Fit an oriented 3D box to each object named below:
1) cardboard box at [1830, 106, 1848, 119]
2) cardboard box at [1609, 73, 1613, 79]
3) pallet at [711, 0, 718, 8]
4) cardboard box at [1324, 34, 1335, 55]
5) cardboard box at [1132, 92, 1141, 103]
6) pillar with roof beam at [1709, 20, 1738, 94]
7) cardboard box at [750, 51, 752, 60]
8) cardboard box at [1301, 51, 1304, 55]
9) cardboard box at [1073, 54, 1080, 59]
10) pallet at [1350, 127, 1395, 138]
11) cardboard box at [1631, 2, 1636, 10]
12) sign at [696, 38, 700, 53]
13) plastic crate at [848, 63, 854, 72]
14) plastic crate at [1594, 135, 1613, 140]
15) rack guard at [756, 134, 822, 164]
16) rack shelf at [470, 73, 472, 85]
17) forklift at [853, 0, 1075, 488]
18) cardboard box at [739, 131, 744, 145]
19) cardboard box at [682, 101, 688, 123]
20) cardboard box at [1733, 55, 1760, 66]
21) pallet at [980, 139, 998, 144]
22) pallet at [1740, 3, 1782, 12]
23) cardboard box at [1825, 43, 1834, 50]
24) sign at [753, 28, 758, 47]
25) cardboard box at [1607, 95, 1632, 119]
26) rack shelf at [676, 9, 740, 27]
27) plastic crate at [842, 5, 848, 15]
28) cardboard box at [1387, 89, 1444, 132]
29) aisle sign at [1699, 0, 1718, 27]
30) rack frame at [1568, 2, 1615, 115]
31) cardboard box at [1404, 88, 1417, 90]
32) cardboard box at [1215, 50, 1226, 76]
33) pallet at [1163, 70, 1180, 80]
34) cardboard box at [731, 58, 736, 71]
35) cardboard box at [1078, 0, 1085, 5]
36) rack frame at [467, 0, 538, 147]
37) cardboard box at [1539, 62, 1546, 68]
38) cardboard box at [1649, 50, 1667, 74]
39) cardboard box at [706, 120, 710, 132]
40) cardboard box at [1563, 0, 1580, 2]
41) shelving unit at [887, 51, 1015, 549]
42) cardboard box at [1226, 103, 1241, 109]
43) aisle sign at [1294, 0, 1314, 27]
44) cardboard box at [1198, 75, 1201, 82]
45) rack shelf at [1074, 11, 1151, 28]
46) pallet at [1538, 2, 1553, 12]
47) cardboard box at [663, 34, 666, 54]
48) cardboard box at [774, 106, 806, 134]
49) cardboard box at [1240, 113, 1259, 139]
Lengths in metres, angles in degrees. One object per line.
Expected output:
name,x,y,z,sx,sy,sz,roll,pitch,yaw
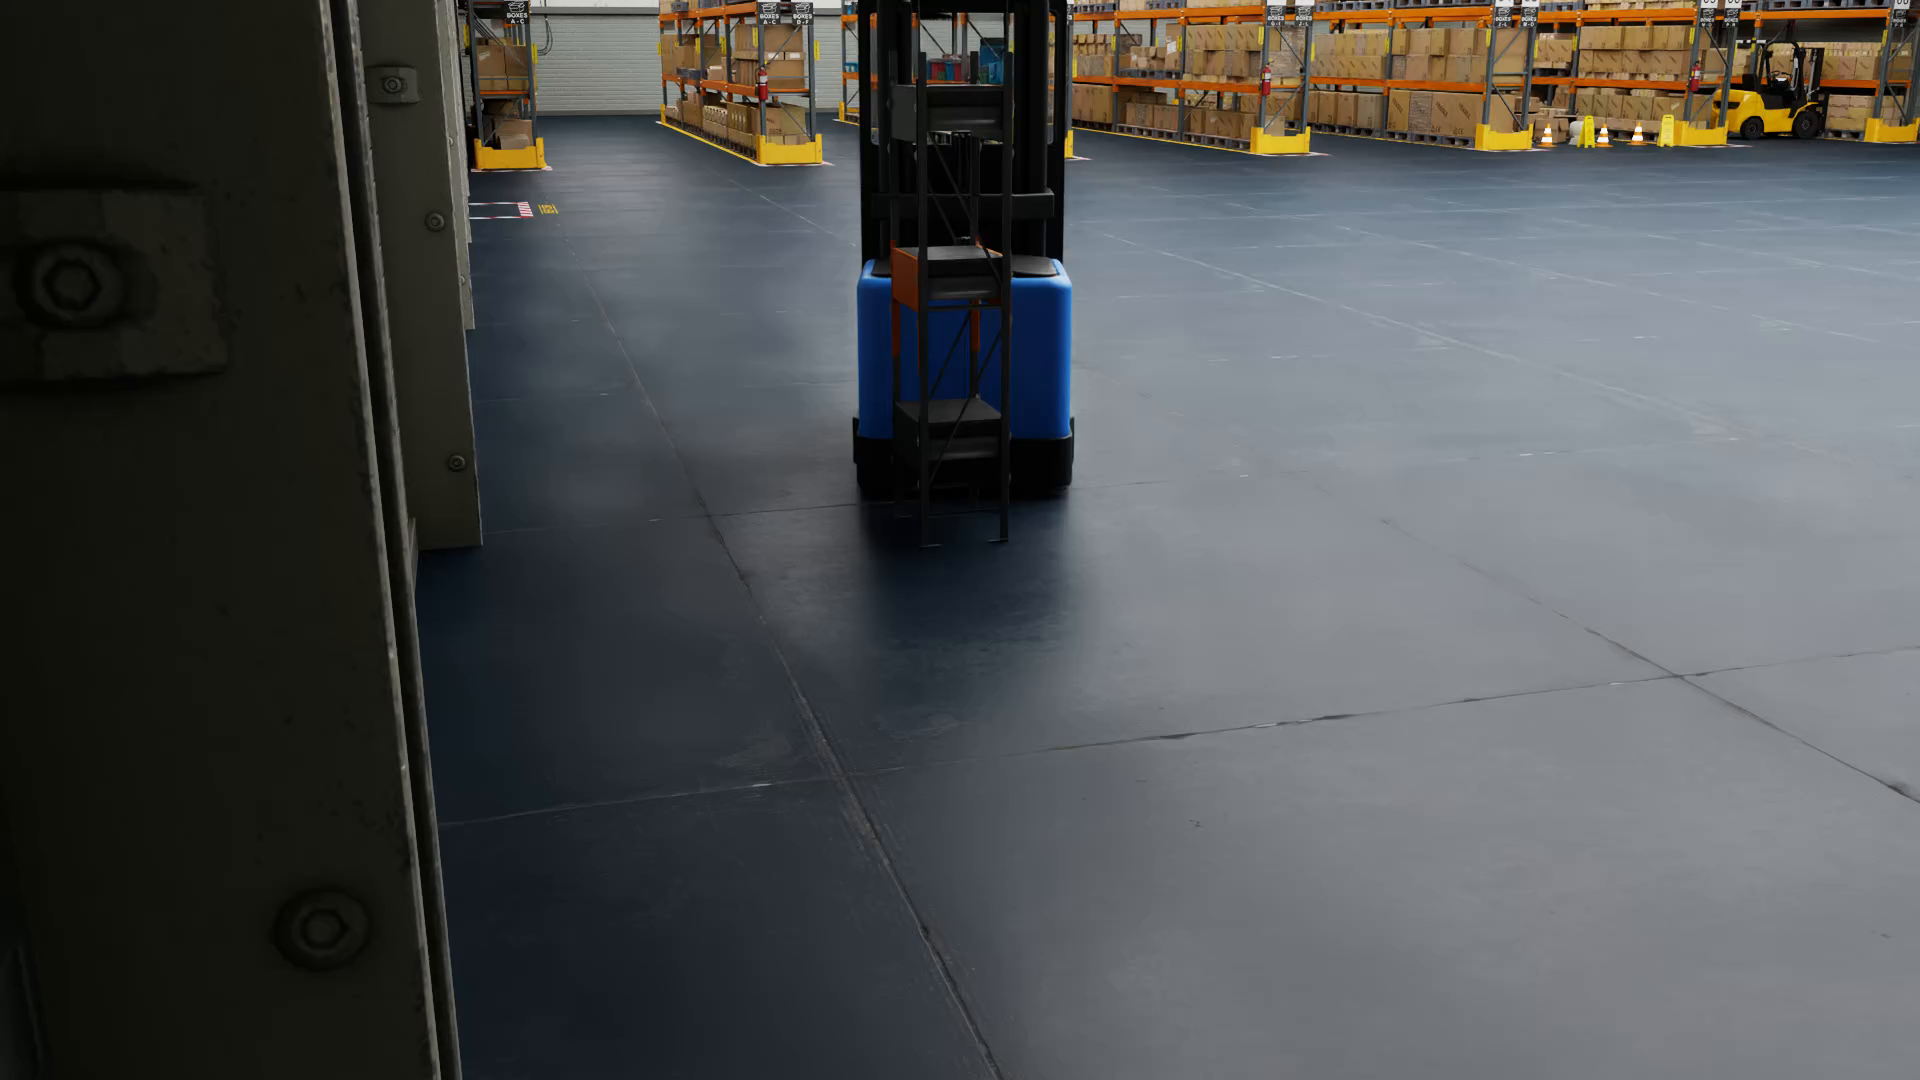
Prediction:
cardboard box,20.134,-9.694,37.692,0.500,0.250,0.500,-5,17,-16
cardboard box,14.962,-10.522,37.703,0.380,0.149,0.250,-5,17,-16
pallet,-4.746,-11.431,35.408,1.003,0.211,1.213,-4,17,-13
cardboard box,9.248,-11.983,40.219,0.700,0.500,0.500,-5,17,-16
cardboard box,4.410,-10.547,39.626,0.500,0.250,0.500,-4,17,-13
pillar with roof beam,15.583,-14.777,41.005,9.100,9.000,0.400,-5,17,-15
cardboard box,-3.776,-9.169,31.462,0.380,0.149,0.250,-4,17,-14
cardboard box,8.418,-12.186,41.480,0.380,0.149,0.250,-5,18,-17
cardboard box,3.123,-12.225,42.763,0.500,0.500,0.500,-5,17,-15
pallet,9.809,-9.487,38.667,1.003,0.211,1.213,-5,17,-15
cardboard box,15.098,-11.817,36.802,0.380,0.149,0.250,-5,17,-15
sign,-5.848,-11.046,37.136,0.100,0.325,0.005,-5,17,-15
plastic crate,-2.831,-12.850,45.205,0.416,0.233,0.300,-5,17,-15
plastic crate,14.468,-9.137,37.730,0.402,0.080,0.583,-12,20,-34
rack guard,-3.124,-7.158,30.413,1.175,0.500,0.348,-5,17,-15
rack shelf,-11.740,-11.497,41.764,1.077,0.370,4.000,-5,17,-15
forklift,0.010,-2.024,9.095,1.130,2.935,3.031,0,17,0
cardboard box,-3.986,-7.785,32.205,0.500,0.250,0.500,-5,17,-15
cardboard box,-6.529,-10.542,40.913,0.500,0.500,0.500,-6,18,-18
cardboard box,19.216,-11.711,40.616,0.500,0.250,0.500,-5,17,-16
pallet,1.017,-7.996,33.706,1.003,0.211,1.213,-5,17,-15
pallet,19.341,-13.015,40.686,0.805,0.209,1.217,-5,18,-17
cardboard box,19.947,-11.250,37.871,0.380,0.149,0.250,-4,17,-14
sign,-3.656,-8.991,29.745,0.100,0.325,0.005,-5,17,-15
cardboard box,15.027,-9.802,37.617,0.500,0.500,0.500,-4,17,-12
rack shelf,-5.878,-12.220,38.956,1.077,0.370,4.000,-5,17,-15
plastic crate,-2.926,-14.424,45.269,0.497,0.269,0.590,-5,17,-15
cardboard box,10.199,-9.619,37.223,0.875,0.875,0.875,-4,17,-14
aisle sign,15.662,-11.133,34.781,0.394,0.787,0.004,-5,17,-15
rack frame,14.825,-11.034,38.971,1.000,3.000,0.127,-5,17,-15
cardboard box,12.874,-12.265,46.034,0.875,0.875,0.875,-4,17,-14
cardboard box,5.796,-9.899,34.500,0.875,0.500,0.500,-5,17,-15
pallet,5.226,-10.382,37.133,1.003,0.211,1.213,-5,17,-15
cardboard box,-4.570,-9.876,34.941,0.500,0.500,0.500,-3,17,-11
cardboard box,3.313,-13.748,42.217,0.500,0.311,0.500,-5,18,-17
rack frame,-7.892,-7.969,28.769,1.000,3.000,0.127,-5,17,-15
cardboard box,14.184,-11.448,40.057,0.380,0.149,0.250,-5,17,-15
cardboard box,15.377,-10.385,36.120,0.500,0.500,0.500,-5,17,-15
cardboard box,-5.328,-9.152,36.756,0.500,0.250,0.500,-5,17,-17
cardboard box,14.525,-12.750,39.001,0.500,0.250,0.500,-5,17,-16
shelving unit,-0.045,-1.051,7.302,0.431,2.100,0.503,-5,17,-15
cardboard box,7.502,-11.868,45.456,0.380,0.149,0.250,-4,17,-14
aisle sign,6.701,-10.396,32.328,0.394,0.787,0.004,-5,17,-15
cardboard box,5.296,-9.841,35.438,0.380,0.149,0.250,-5,17,-15
rack shelf,3.647,-13.002,41.560,1.077,0.370,4.000,-5,17,-15
pallet,14.470,-12.847,40.118,1.213,0.211,1.003,-5,17,-15
cardboard box,-7.508,-13.027,43.694,0.500,0.500,0.500,-5,17,-15
cardboard box,-3.203,-7.909,31.315,0.500,0.500,0.500,-5,17,-15
cardboard box,6.043,-8.485,34.100,0.500,0.500,0.500,0,17,-1
